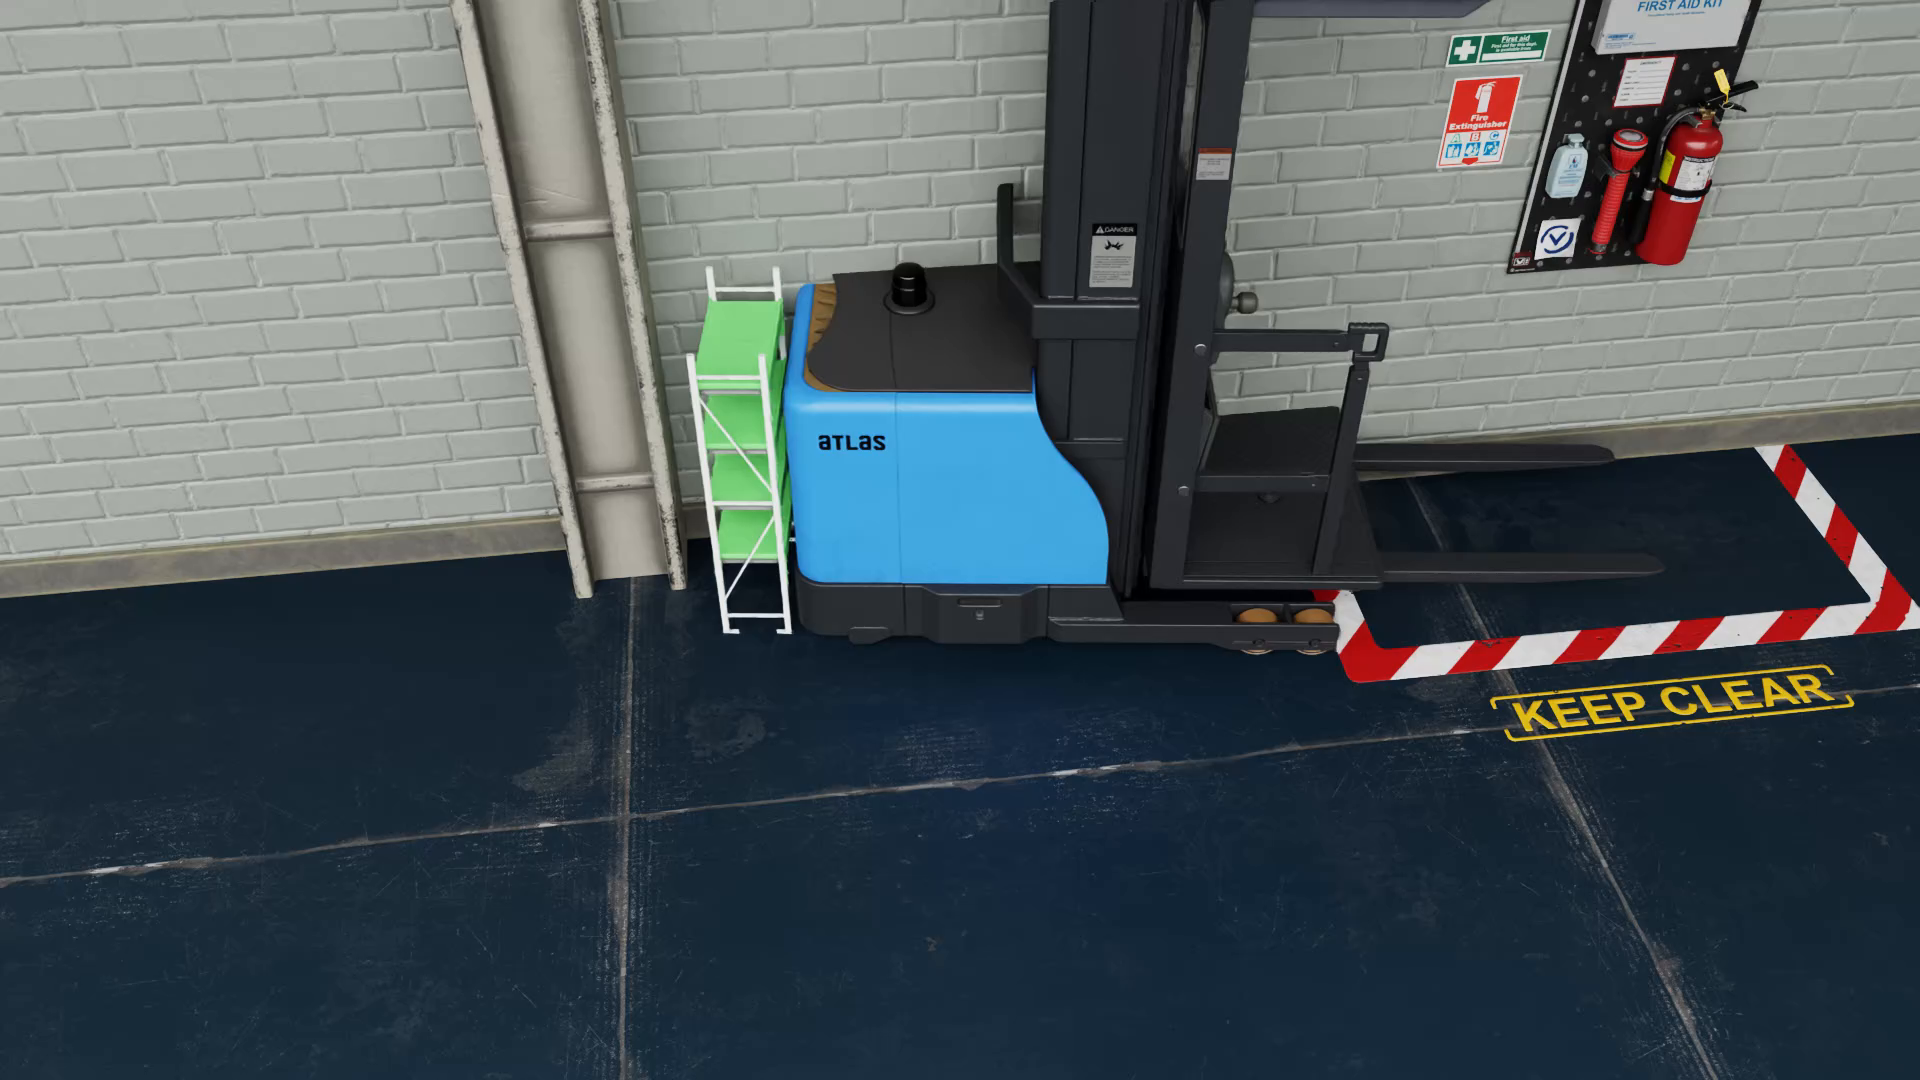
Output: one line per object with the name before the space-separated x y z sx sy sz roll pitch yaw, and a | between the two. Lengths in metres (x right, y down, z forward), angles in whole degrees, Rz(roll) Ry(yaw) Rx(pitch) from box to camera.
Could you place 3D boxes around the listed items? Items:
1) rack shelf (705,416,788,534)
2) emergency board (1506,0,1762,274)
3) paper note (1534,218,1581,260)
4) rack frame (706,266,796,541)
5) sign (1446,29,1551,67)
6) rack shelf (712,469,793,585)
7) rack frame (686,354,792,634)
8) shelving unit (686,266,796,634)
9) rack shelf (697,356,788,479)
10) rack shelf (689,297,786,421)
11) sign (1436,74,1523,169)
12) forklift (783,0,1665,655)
rack shelf | -0.714 -0.236 5.711 0.258 0.148 0.480 0 42 0
emergency board | 2.284 -1.354 5.511 0.643 1.169 0.194 -5 42 -6
paper note | 2.100 -1.057 5.840 0.142 0.148 0.016 -5 42 -6
rack frame | -0.712 -0.447 5.849 0.240 1.200 0.015 0 42 0
sign | 1.728 -1.579 5.339 0.331 0.109 0.001 -5 42 -6
rack shelf | -0.714 -0.058 5.872 0.258 0.148 0.480 0 42 0
rack frame | -0.716 -0.120 5.487 0.240 1.200 0.015 0 42 0
shelving unit | -0.714 -0.283 5.668 0.258 1.200 0.503 0 42 0
rack shelf | -0.714 -0.414 5.550 0.258 0.148 0.480 0 42 0
rack shelf | -0.714 -0.592 5.389 0.258 0.148 0.480 0 42 0
sign | 1.722 -1.388 5.522 0.234 0.329 0.001 -5 42 -6
forklift | 0.950 -1.048 5.223 3.031 2.935 1.130 0 42 0
